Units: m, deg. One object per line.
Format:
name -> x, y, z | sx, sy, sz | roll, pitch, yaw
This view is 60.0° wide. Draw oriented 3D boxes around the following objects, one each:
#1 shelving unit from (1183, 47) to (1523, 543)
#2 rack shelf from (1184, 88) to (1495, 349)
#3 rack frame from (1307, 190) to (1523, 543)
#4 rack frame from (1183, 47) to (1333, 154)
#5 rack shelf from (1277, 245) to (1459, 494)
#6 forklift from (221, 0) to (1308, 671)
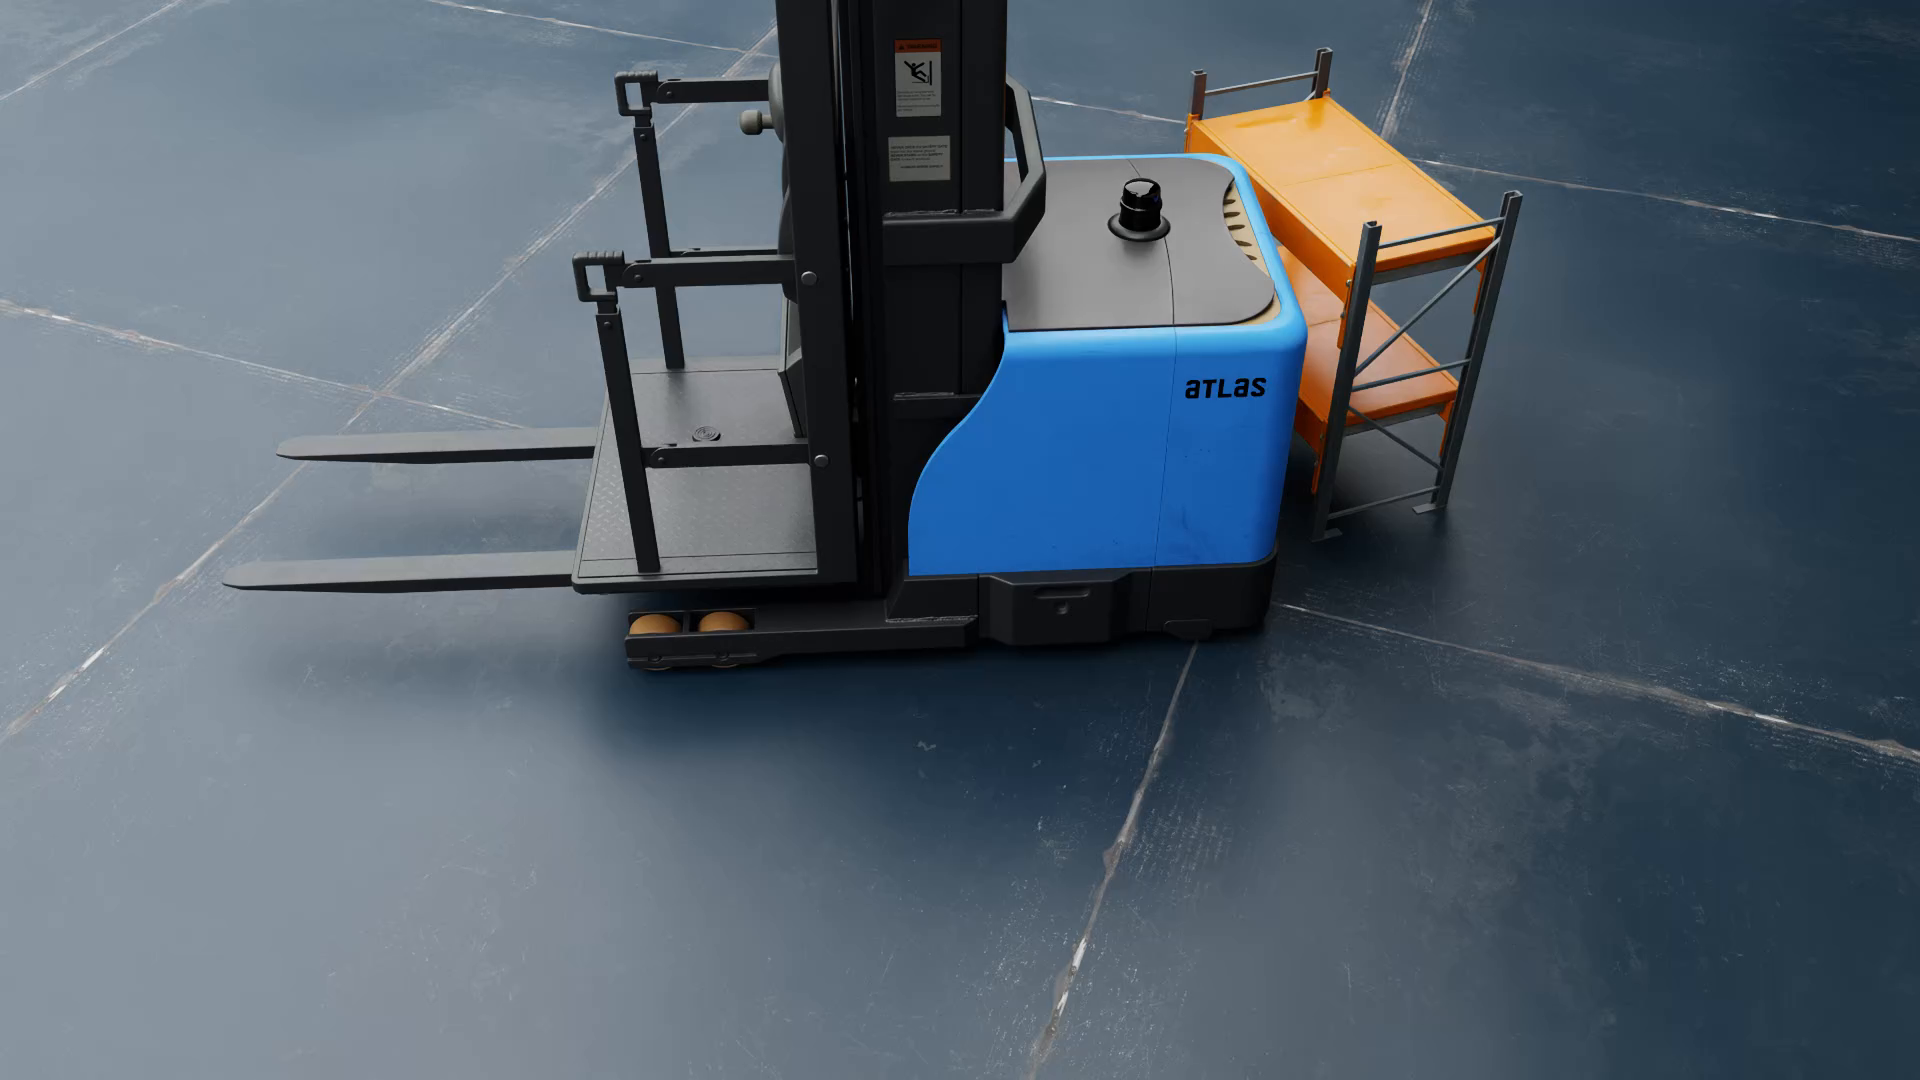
shelving unit -> 1.150, -0.793, 5.312 | 0.538, 1.125, 1.048 | -14, 42, -16
rack shelf -> 1.151, -1.016, 5.122 | 0.538, 0.278, 1.000 | -14, 42, -16
rack frame -> 1.335, -0.486, 4.952 | 0.500, 1.125, 0.032 | -14, 42, -16
rack frame -> 0.965, -1.101, 5.672 | 0.500, 1.125, 0.032 | -14, 42, -16
rack shelf -> 1.150, -0.607, 5.471 | 0.538, 0.278, 1.000 | -14, 42, -16
forklift -> -0.623, -1.092, 4.272 | 3.031, 2.935, 1.130 | -2, 41, -2
